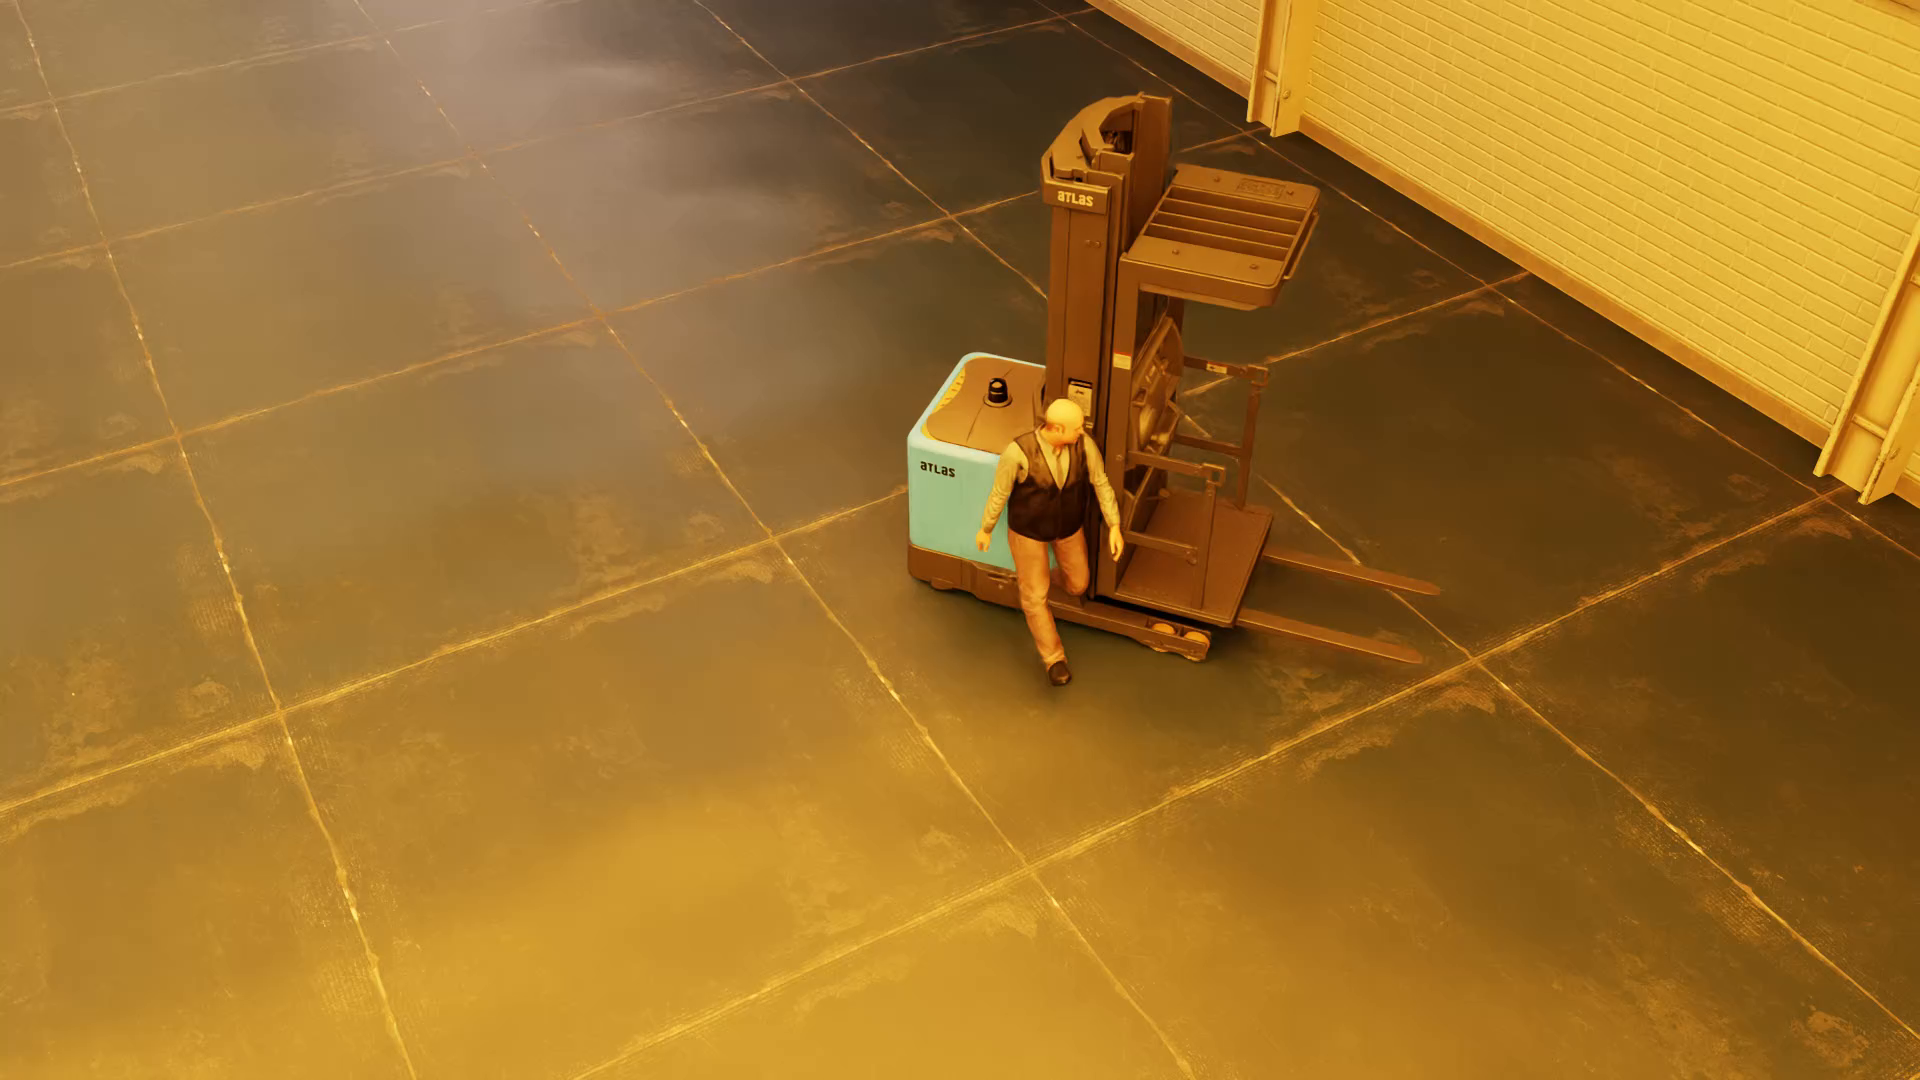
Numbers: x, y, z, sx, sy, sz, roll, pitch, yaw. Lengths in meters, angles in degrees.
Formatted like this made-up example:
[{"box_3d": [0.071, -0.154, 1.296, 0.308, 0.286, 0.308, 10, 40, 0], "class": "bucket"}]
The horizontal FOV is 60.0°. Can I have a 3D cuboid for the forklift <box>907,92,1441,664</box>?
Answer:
[{"box_3d": [1.257, -0.826, 9.032, 3.031, 2.935, 1.130, 14, 42, 16], "class": "forklift"}]

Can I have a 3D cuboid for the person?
[{"box_3d": [0.500, -0.012, 9.018, 0.723, 1.625, 0.945, -14, 42, -17], "class": "person"}]
